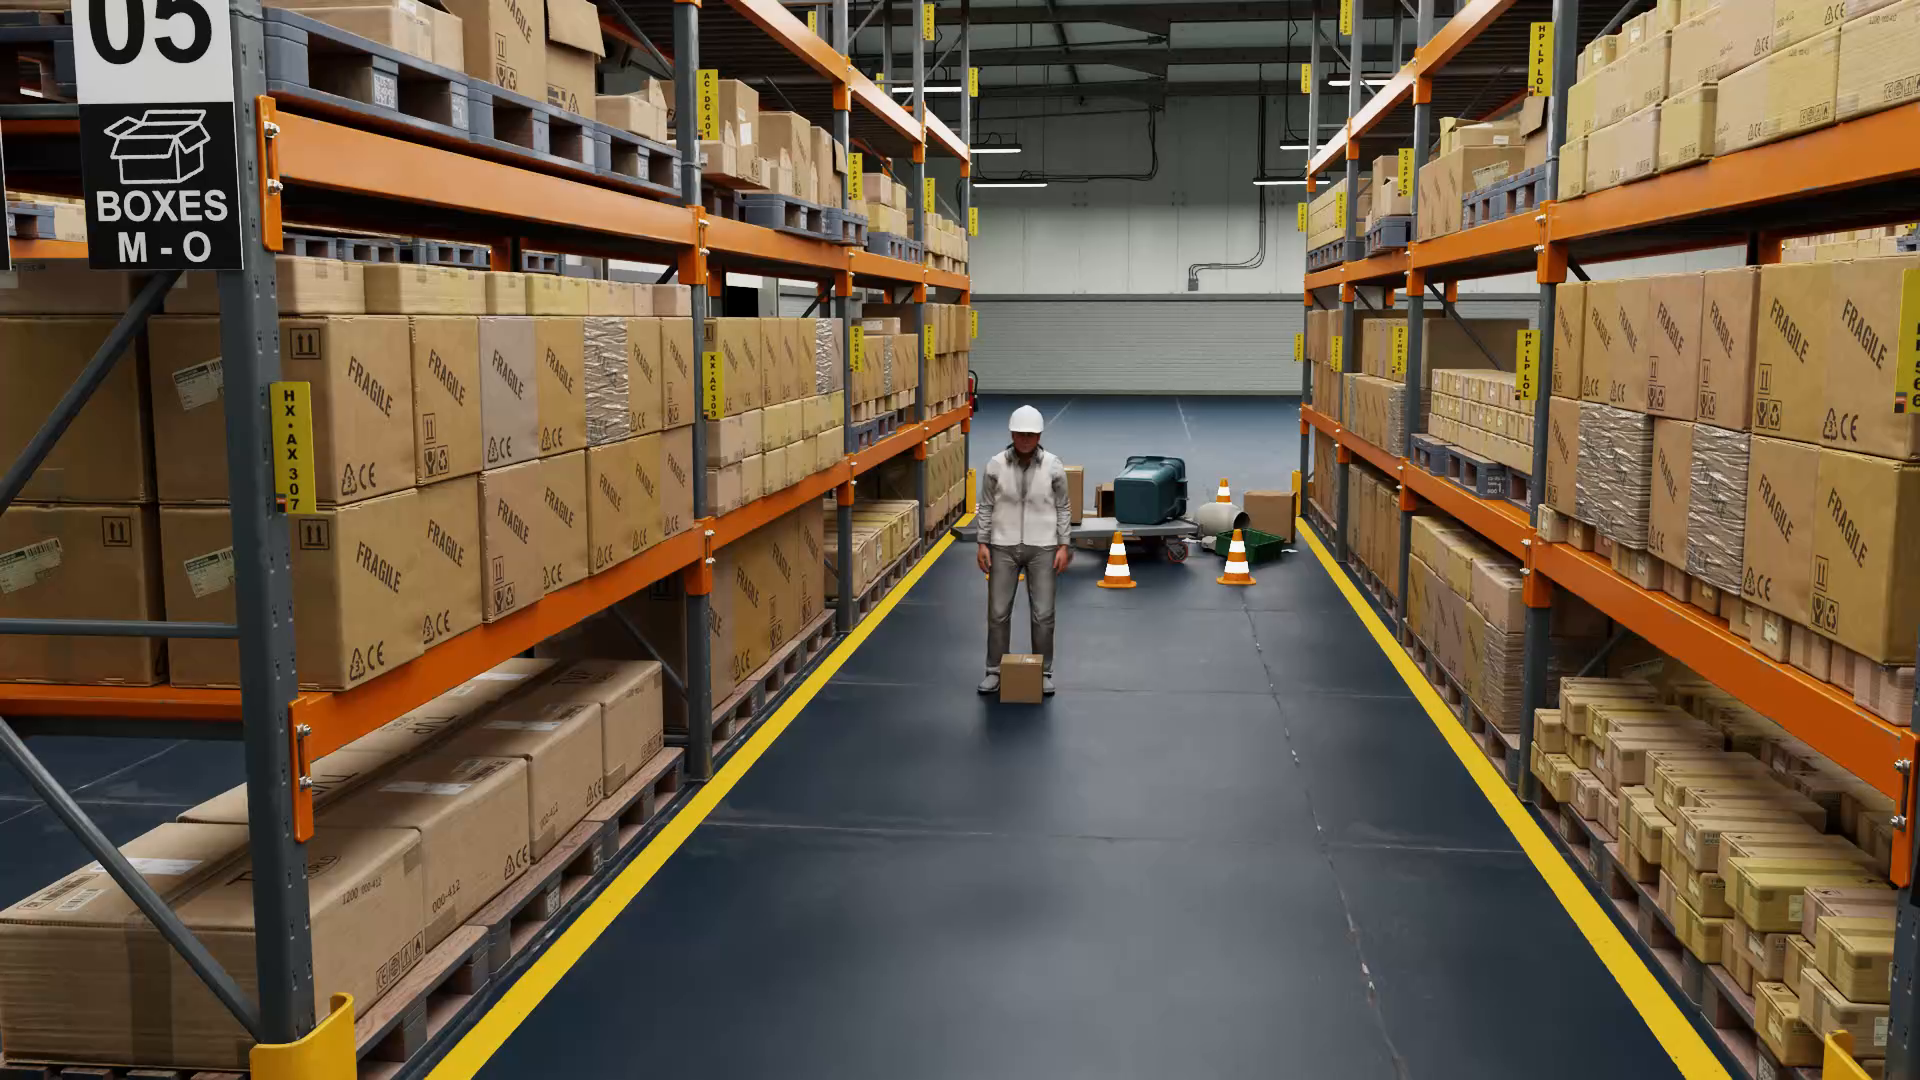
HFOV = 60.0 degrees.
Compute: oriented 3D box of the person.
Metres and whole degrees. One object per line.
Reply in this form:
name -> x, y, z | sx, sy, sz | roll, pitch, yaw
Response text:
person -> 0.388, 0.055, 10.271 | 0.571, 1.772, 0.460 | 1, 8, 7
